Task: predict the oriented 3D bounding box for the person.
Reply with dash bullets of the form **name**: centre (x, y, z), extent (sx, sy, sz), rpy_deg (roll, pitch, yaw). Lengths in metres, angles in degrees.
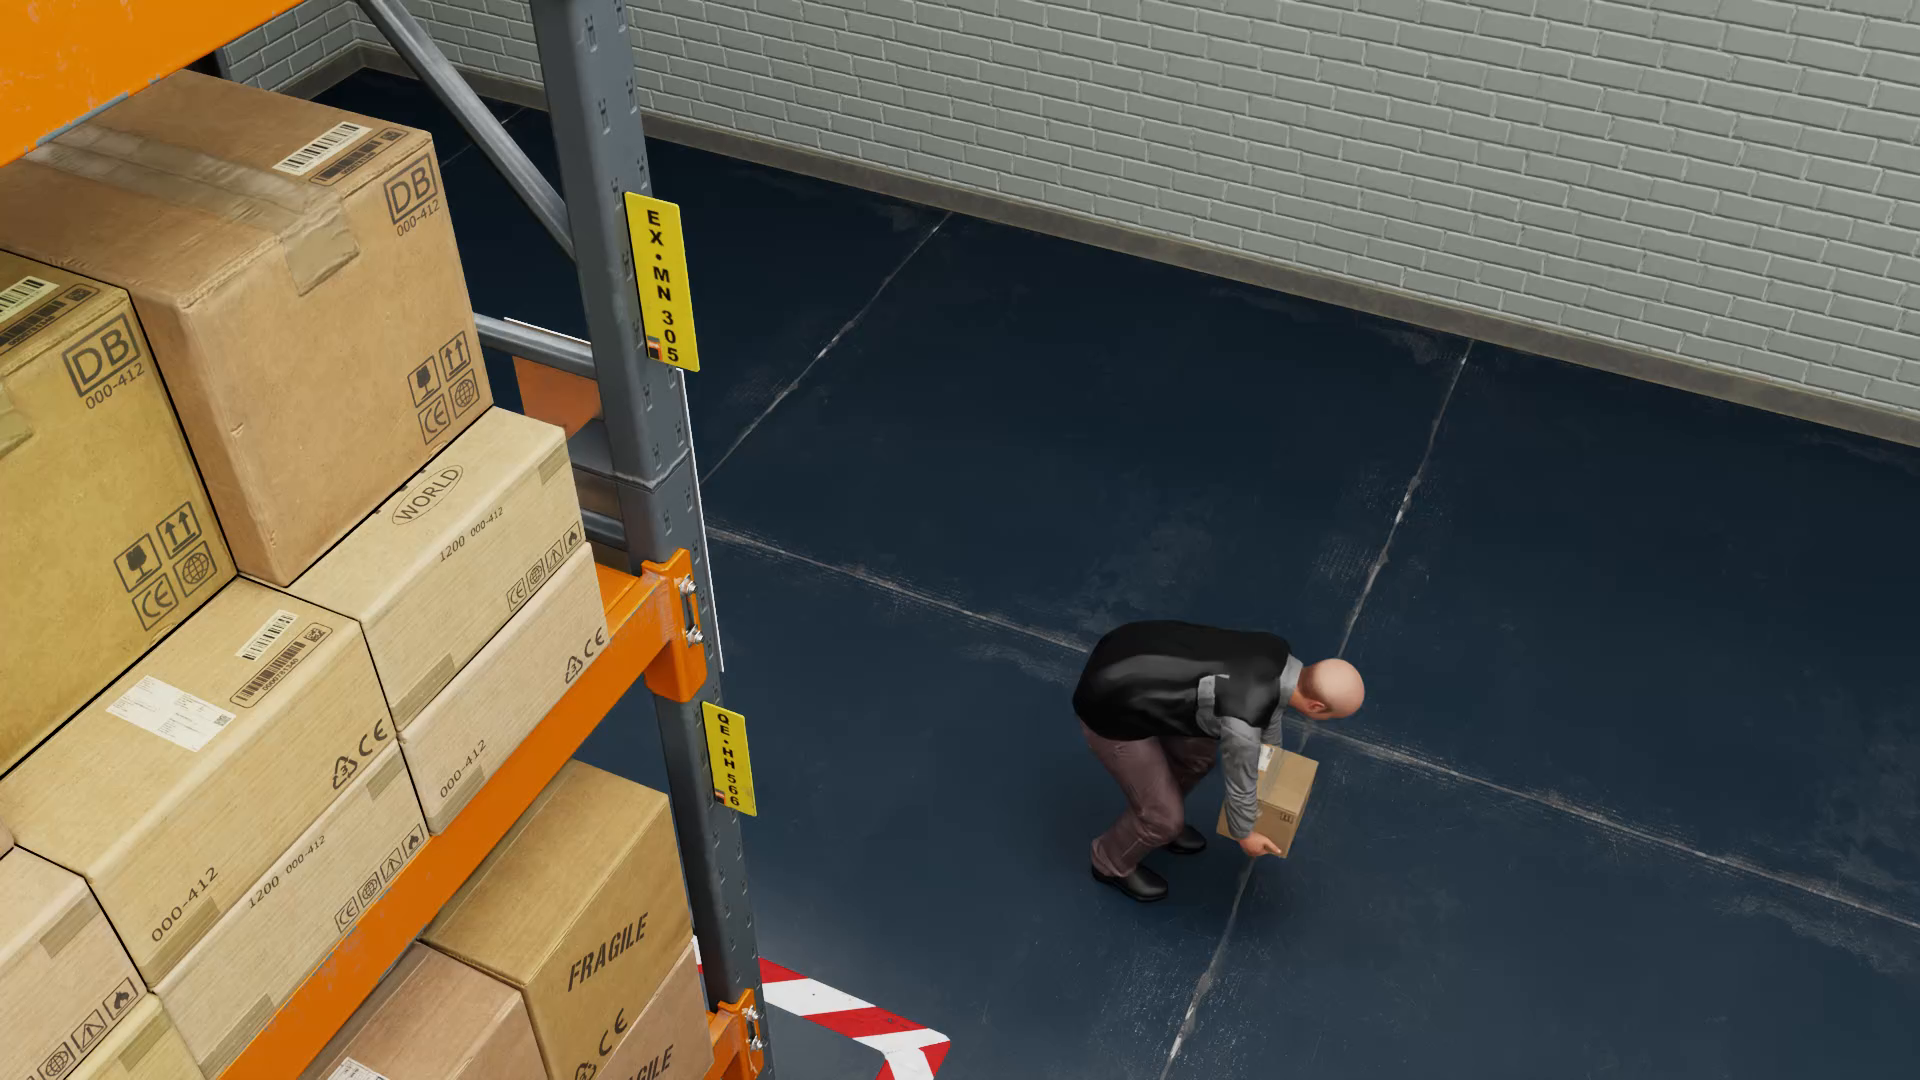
- **person**: centre (0.844, 0.763, 5.703), extent (0.925, 1.215, 0.478), rpy_deg (16, 44, 17)
